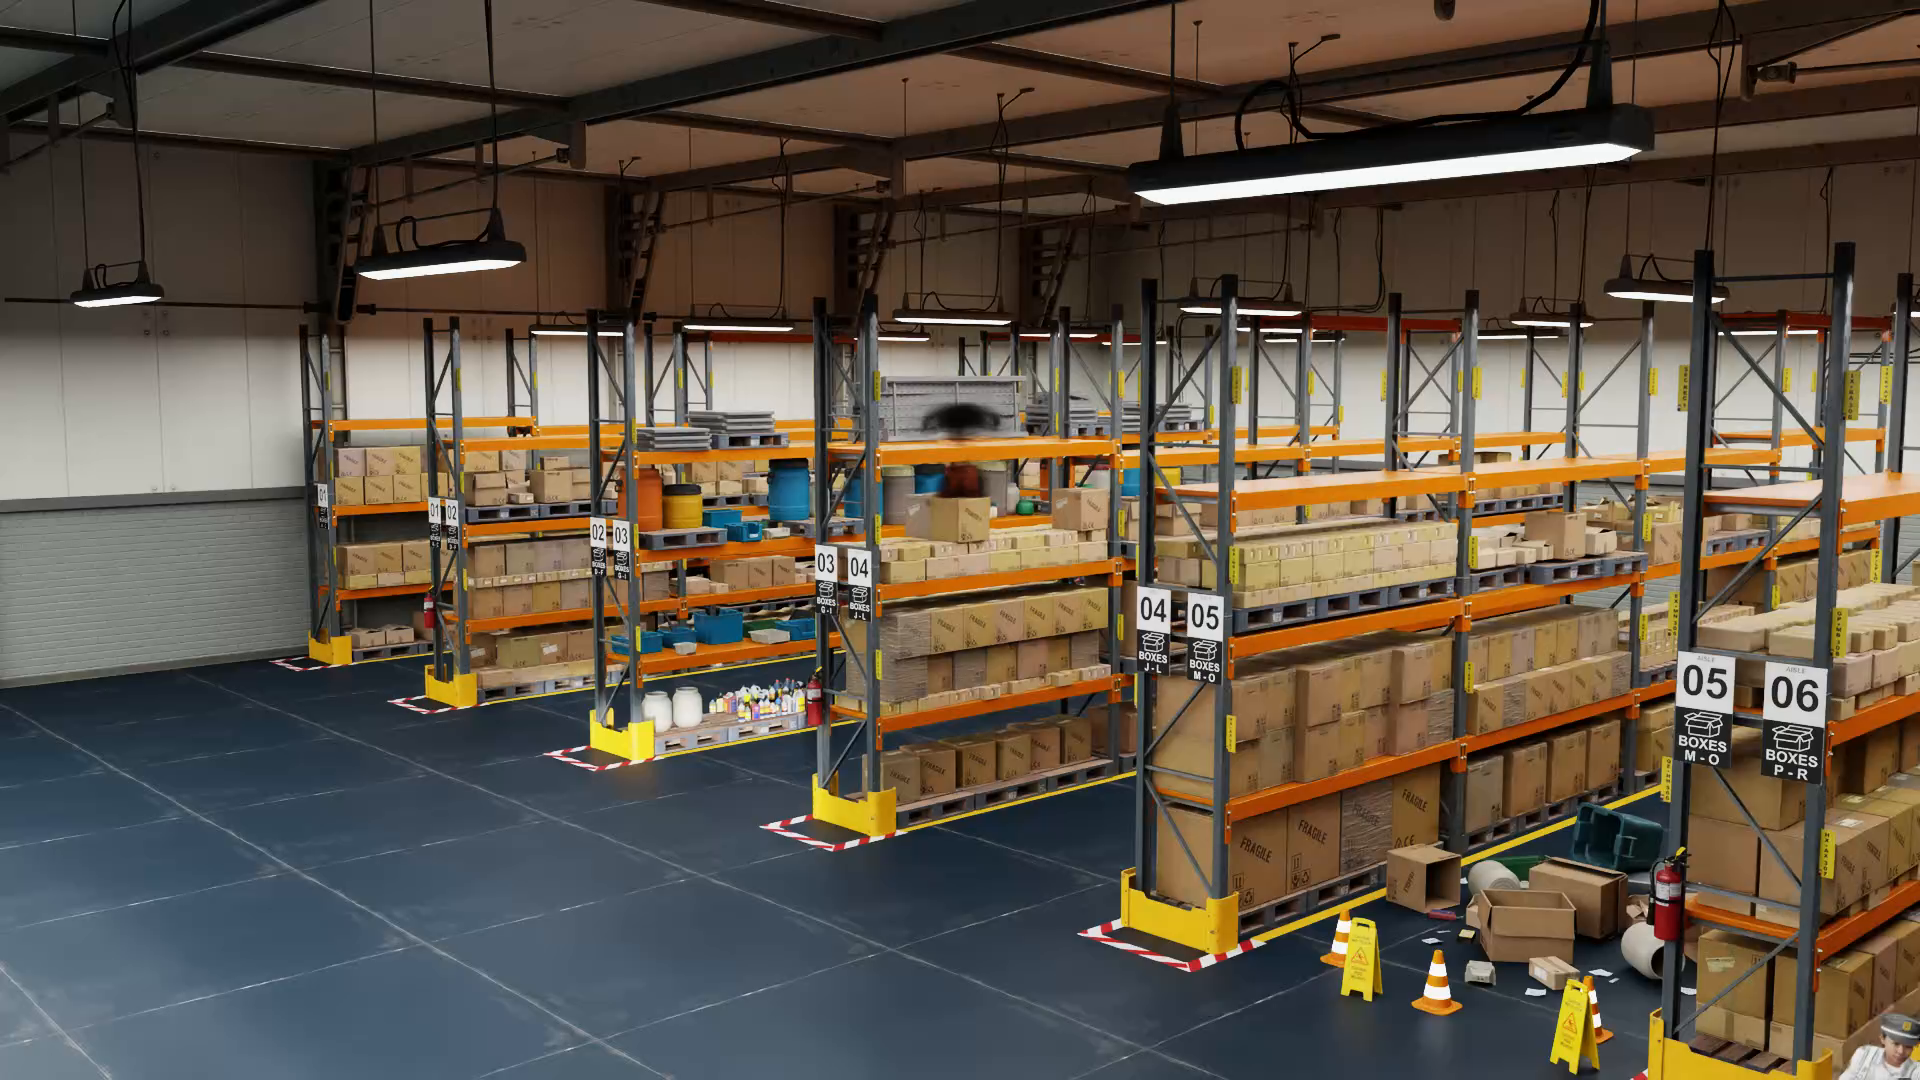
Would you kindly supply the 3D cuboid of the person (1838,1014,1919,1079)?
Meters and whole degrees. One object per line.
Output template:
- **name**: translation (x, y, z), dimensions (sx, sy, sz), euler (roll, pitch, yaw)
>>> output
- **person**: translation (5.268, 3.405, 9.476), dimensions (0.681, 1.618, 0.681), euler (5, 8, 42)
